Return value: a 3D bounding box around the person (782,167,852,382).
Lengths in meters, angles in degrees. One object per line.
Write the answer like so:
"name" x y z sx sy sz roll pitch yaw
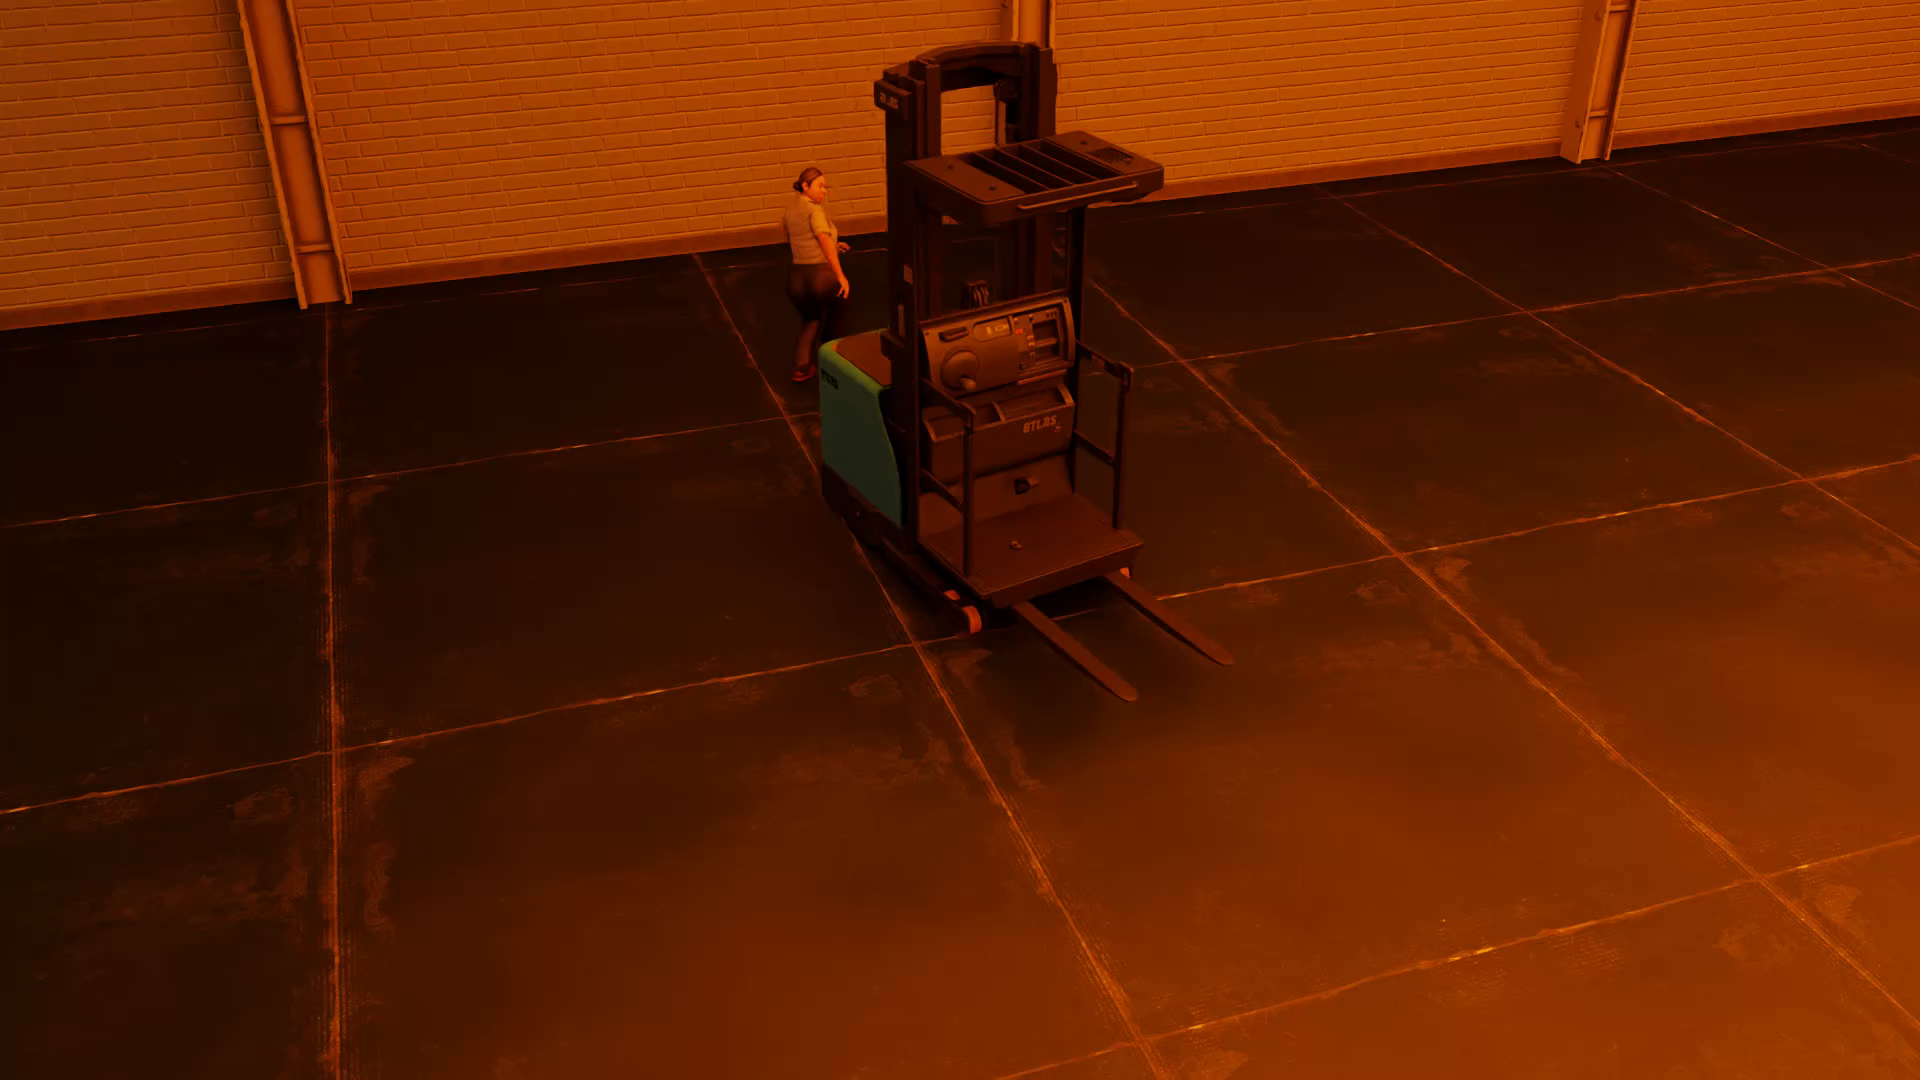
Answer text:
"person" -0.923 -1.895 11.847 0.706 1.500 0.737 16 33 25

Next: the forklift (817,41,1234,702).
"forklift" 0.329 -1.012 8.846 1.130 2.935 3.031 -17 34 -27
